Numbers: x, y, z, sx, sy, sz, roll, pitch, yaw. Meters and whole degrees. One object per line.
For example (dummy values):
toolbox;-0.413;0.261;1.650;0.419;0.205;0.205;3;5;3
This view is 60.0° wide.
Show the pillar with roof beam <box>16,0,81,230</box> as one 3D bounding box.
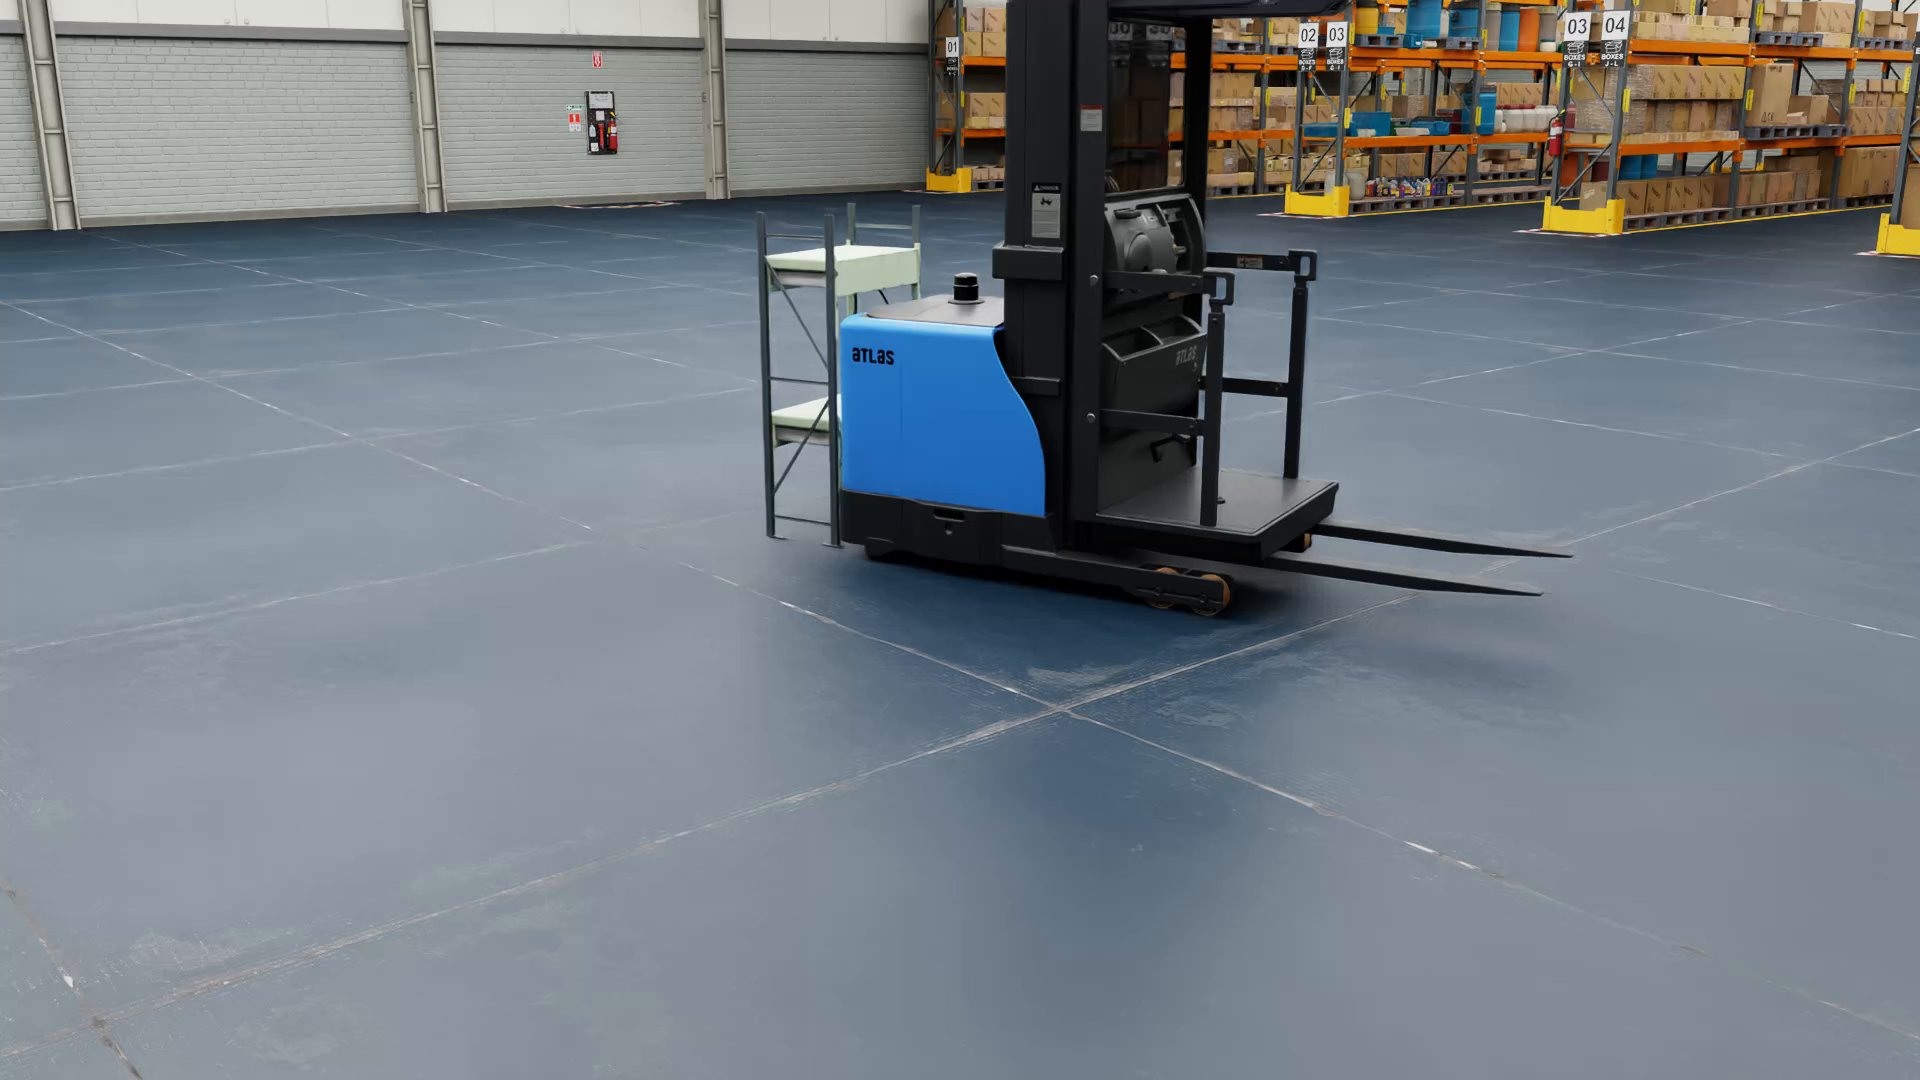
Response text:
pillar with roof beam;-11.099;-8.349;21.569;0.400;9.000;9.100;-13;19;-39

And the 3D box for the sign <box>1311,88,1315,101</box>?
sign;9.110;-11.501;42.904;0.005;0.325;0.100;-13;19;-39

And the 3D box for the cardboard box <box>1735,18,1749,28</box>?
cardboard box;12.410;-8.294;26.693;0.250;0.149;0.380;-12;19;-38

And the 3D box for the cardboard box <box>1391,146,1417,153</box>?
cardboard box;10.344;-9.198;38.912;0.500;0.250;0.500;-13;20;-40

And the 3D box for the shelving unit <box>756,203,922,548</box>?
shelving unit;-0.547;-0.797;7.828;0.431;1.500;0.755;8;17;29

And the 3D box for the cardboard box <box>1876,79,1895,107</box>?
cardboard box;17.041;-8.392;31.216;0.637;0.503;0.797;-12;19;-38

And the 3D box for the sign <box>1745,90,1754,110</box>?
sign;12.828;-7.150;27.026;0.005;0.325;0.100;-13;19;-39

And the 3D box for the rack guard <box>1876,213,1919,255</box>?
rack guard;12.610;-3.964;21.620;0.348;0.500;1.175;-13;19;-39

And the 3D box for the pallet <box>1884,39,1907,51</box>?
pallet;16.776;-9.181;30.861;1.213;0.211;1.003;-12;19;-37

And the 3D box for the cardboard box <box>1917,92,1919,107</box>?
cardboard box;19.030;-8.656;32.604;0.500;0.500;0.500;-13;19;-39

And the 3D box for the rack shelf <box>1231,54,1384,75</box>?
rack shelf;7.475;-10.205;35.725;4.000;0.370;1.077;-13;19;-39

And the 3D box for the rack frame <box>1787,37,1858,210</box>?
rack frame;15.483;-7.513;30.065;0.127;3.000;1.000;-13;19;-39

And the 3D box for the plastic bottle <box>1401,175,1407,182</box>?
plastic bottle;8.333;-6.677;31.214;0.185;0.351;0.144;-12;19;-38

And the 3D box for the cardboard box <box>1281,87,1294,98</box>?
cardboard box;8.170;-11.434;42.482;0.500;0.250;0.500;-12;19;-38

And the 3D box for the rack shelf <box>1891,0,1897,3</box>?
rack shelf;16.992;-10.210;30.704;4.000;0.370;1.077;-13;19;-39

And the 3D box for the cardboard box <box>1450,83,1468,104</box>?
cardboard box;12.212;-10.788;40.192;0.500;0.500;0.500;-13;19;-39

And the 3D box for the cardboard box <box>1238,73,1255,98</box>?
cardboard box;5.635;-9.364;34.285;0.500;0.500;0.700;-13;19;-39

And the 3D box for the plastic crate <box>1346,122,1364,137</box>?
plastic crate;6.872;-7.302;29.564;0.408;0.251;0.499;-13;19;-39

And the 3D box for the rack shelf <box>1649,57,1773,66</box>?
rack shelf;16.758;-10.596;37.186;4.000;0.370;1.077;-13;19;-39

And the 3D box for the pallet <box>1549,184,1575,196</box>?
pallet;12.800;-7.272;34.566;1.213;0.211;1.003;-13;19;-39

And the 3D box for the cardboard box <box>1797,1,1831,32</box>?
cardboard box;14.525;-8.953;28.480;0.500;0.500;0.500;-12;19;-38

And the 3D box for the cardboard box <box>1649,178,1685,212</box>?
cardboard box;11.294;-5.552;26.753;0.500;0.500;0.500;14;20;42

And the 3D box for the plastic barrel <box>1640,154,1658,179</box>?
plastic barrel;14.828;-8.255;36.096;0.708;0.901;0.600;-13;19;-39

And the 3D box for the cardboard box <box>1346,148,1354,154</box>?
cardboard box;10.148;-10.357;44.741;0.500;0.500;0.700;-12;19;-38

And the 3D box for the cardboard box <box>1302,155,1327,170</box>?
cardboard box;7.600;-8.192;36.036;0.500;0.311;0.500;-12;19;-38

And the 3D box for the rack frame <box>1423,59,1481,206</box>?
rack frame;9.215;-7.800;31.138;0.127;3.000;1.000;-13;19;-39

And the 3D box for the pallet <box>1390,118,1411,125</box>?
pallet;9.449;-9.478;37.794;1.003;0.211;1.213;-13;19;-39

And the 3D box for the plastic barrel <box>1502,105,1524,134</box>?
plastic barrel;10.634;-8.109;32.033;0.433;0.535;0.433;0;15;0

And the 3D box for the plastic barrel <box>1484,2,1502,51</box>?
plastic barrel;9.949;-9.731;31.582;0.600;0.901;0.600;0;15;0

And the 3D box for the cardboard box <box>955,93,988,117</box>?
cardboard box;0.251;-9.373;35.826;0.500;0.500;0.500;-13;19;-39

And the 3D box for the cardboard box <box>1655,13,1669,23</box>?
cardboard box;10.429;-7.853;25.043;0.250;0.149;0.380;-12;19;-37

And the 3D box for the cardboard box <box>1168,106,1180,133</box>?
cardboard box;4.080;-8.385;33.135;0.500;0.500;0.700;-12;19;-39

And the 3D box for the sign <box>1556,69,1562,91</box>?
sign;9.099;-6.982;25.219;0.005;0.325;0.100;-13;19;-39

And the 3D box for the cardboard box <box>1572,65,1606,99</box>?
cardboard box;9.701;-6.974;25.340;0.500;0.500;0.500;-13;19;-39

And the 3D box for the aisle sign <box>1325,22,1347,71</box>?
aisle sign;6.335;-8.309;28.007;0.004;0.787;0.394;-13;19;-39

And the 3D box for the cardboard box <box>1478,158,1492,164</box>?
cardboard box;12.810;-9.312;41.159;0.500;0.311;0.500;-13;19;-39

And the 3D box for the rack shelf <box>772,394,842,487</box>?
rack shelf;-0.546;-0.482;7.912;0.431;0.370;0.720;8;17;29

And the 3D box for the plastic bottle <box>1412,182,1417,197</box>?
plastic bottle;8.256;-6.373;30.229;0.097;0.271;0.097;0;15;0

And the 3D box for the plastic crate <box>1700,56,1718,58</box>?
plastic crate;16.367;-10.698;36.430;0.590;0.269;0.497;-13;19;-39

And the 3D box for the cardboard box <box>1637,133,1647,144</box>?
cardboard box;10.220;-6.117;25.323;0.250;0.149;0.380;-13;19;-39

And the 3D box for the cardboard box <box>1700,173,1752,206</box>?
cardboard box;12.943;-5.940;28.168;0.700;0.500;0.500;14;21;43

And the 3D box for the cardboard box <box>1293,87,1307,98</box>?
cardboard box;8.562;-11.519;42.799;0.500;0.250;0.500;-12;19;-38

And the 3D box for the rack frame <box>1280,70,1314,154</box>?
rack frame;8.746;-11.084;43.433;0.127;3.000;1.000;-13;19;-39

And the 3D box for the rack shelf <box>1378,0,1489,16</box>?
rack shelf;10.492;-12.139;37.926;4.000;0.370;1.077;-13;19;-39

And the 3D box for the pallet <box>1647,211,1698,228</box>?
pallet;11.062;-5.160;26.659;1.213;0.211;1.003;-13;19;-39

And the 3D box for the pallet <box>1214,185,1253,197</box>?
pallet;5.338;-7.291;34.637;1.213;0.211;1.003;-13;19;-39

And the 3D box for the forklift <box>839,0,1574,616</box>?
forklift;0.995;-1.269;6.821;3.031;2.935;1.130;8;17;29

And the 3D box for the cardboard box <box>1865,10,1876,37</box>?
cardboard box;16.490;-9.494;30.662;0.500;0.500;0.500;-11;19;-36

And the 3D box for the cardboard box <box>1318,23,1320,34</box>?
cardboard box;9.468;-13.140;43.149;0.500;0.500;0.500;-13;20;-40

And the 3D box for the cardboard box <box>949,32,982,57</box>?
cardboard box;0.110;-10.566;35.449;0.500;0.500;0.500;-12;19;-38
